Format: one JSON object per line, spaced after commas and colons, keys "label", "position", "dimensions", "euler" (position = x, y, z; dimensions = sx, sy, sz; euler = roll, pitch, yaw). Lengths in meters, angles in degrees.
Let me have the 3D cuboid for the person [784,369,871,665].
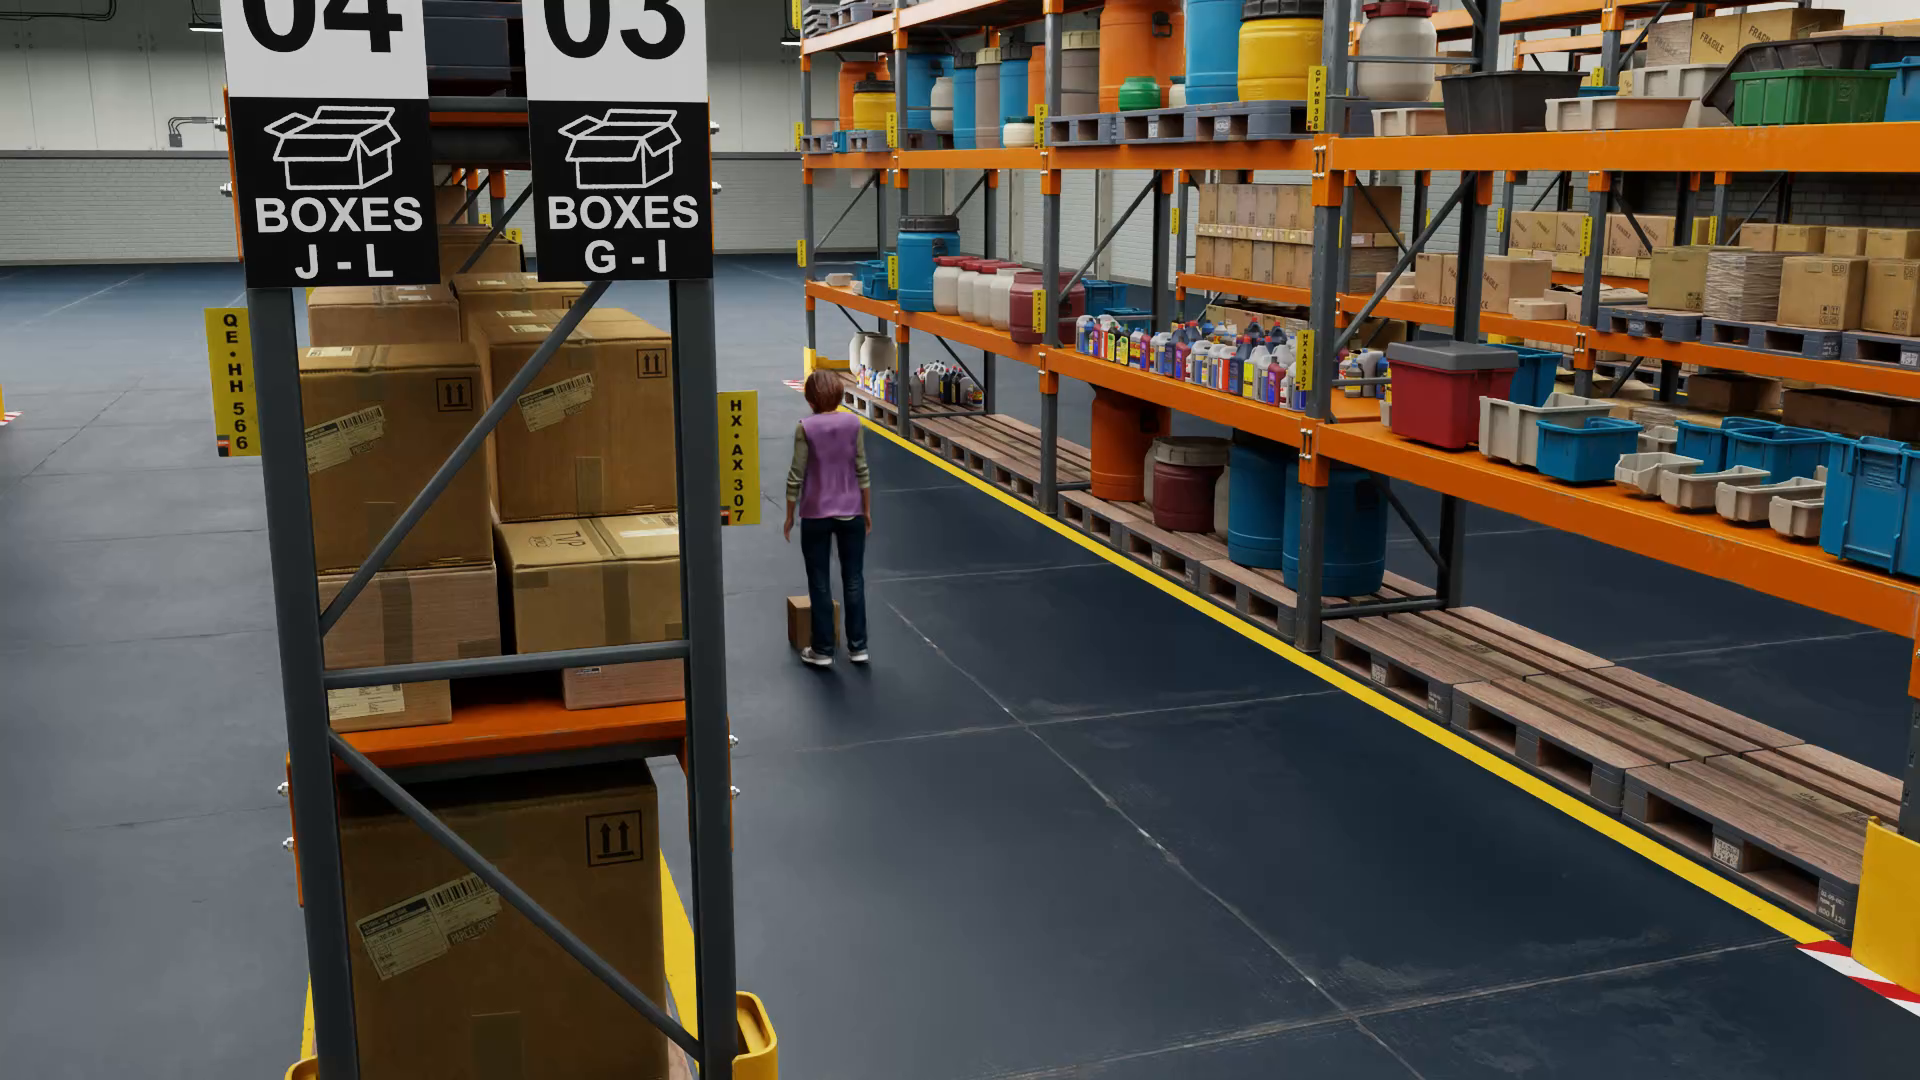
{"label": "person", "position": [-0.705, -0.107, 8.893], "dimensions": [0.476, 1.608, 0.318], "euler": [-4, 13, -17]}
